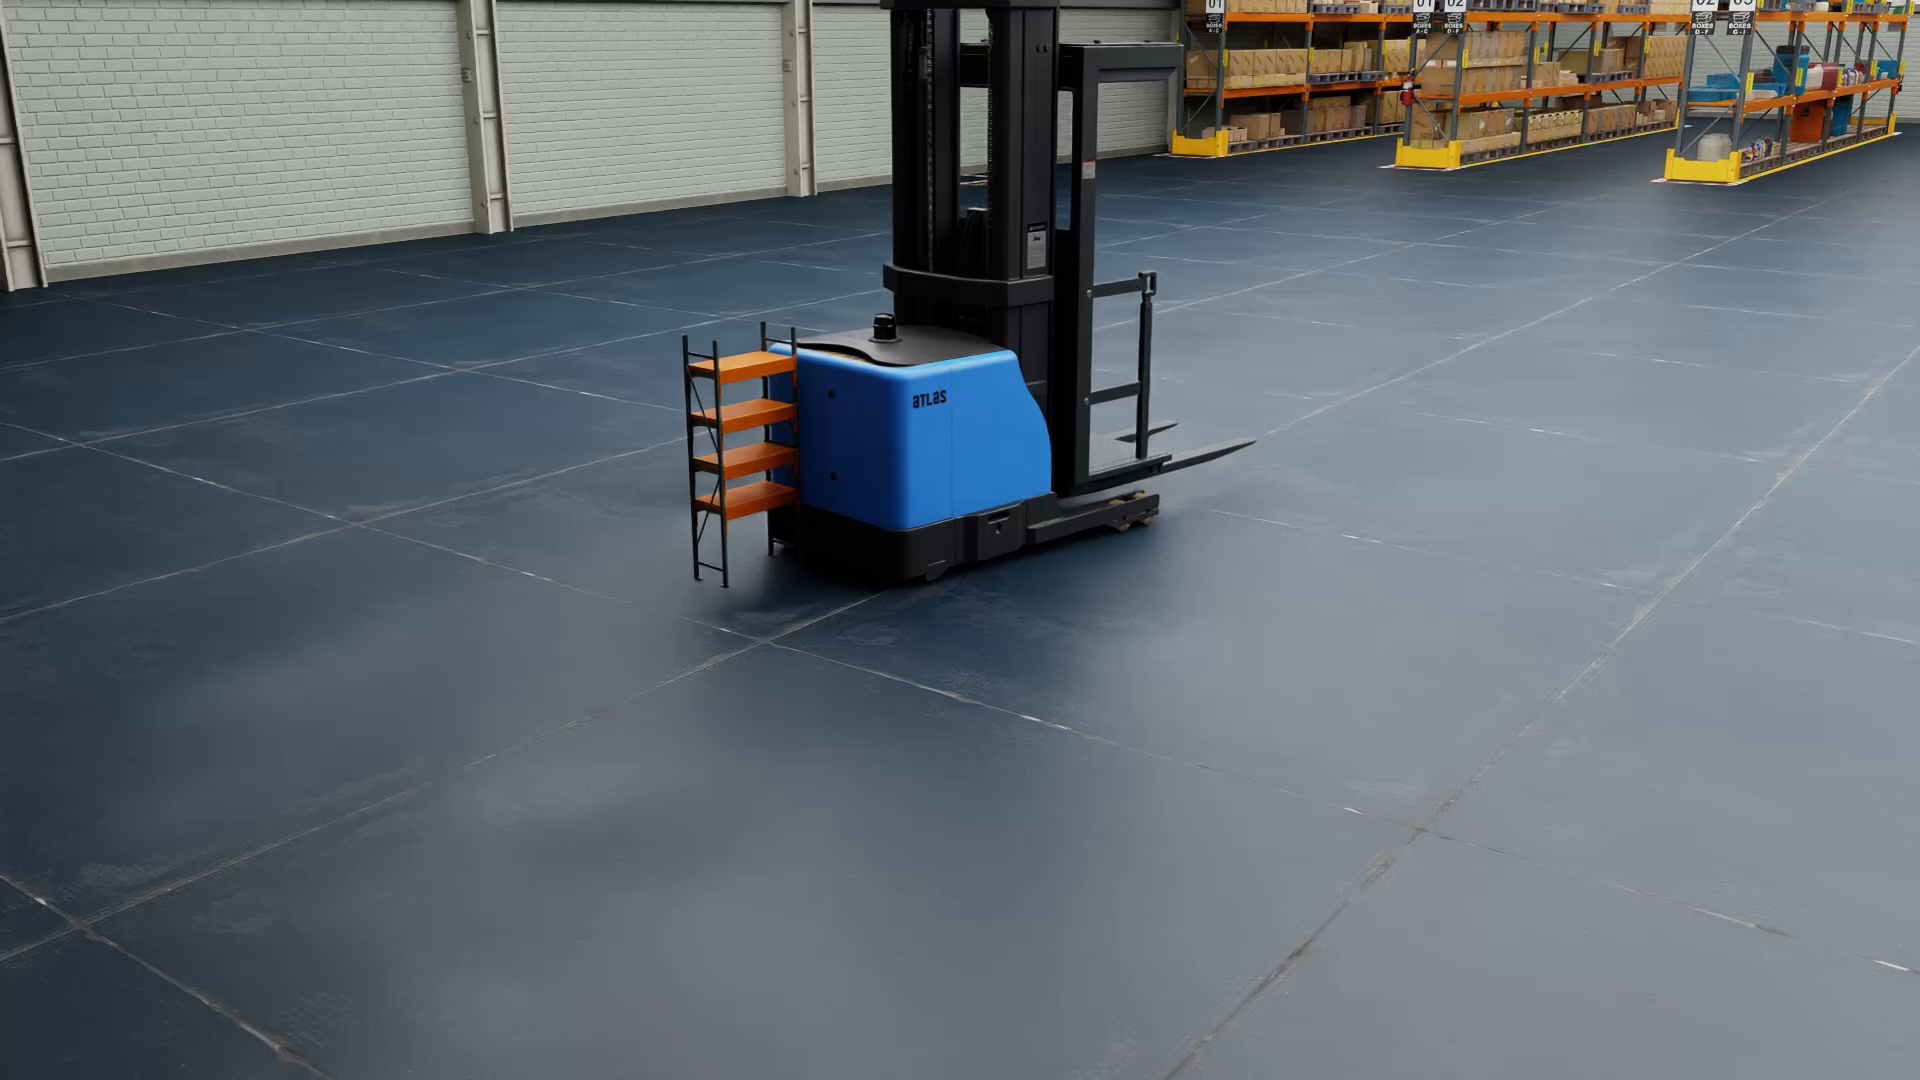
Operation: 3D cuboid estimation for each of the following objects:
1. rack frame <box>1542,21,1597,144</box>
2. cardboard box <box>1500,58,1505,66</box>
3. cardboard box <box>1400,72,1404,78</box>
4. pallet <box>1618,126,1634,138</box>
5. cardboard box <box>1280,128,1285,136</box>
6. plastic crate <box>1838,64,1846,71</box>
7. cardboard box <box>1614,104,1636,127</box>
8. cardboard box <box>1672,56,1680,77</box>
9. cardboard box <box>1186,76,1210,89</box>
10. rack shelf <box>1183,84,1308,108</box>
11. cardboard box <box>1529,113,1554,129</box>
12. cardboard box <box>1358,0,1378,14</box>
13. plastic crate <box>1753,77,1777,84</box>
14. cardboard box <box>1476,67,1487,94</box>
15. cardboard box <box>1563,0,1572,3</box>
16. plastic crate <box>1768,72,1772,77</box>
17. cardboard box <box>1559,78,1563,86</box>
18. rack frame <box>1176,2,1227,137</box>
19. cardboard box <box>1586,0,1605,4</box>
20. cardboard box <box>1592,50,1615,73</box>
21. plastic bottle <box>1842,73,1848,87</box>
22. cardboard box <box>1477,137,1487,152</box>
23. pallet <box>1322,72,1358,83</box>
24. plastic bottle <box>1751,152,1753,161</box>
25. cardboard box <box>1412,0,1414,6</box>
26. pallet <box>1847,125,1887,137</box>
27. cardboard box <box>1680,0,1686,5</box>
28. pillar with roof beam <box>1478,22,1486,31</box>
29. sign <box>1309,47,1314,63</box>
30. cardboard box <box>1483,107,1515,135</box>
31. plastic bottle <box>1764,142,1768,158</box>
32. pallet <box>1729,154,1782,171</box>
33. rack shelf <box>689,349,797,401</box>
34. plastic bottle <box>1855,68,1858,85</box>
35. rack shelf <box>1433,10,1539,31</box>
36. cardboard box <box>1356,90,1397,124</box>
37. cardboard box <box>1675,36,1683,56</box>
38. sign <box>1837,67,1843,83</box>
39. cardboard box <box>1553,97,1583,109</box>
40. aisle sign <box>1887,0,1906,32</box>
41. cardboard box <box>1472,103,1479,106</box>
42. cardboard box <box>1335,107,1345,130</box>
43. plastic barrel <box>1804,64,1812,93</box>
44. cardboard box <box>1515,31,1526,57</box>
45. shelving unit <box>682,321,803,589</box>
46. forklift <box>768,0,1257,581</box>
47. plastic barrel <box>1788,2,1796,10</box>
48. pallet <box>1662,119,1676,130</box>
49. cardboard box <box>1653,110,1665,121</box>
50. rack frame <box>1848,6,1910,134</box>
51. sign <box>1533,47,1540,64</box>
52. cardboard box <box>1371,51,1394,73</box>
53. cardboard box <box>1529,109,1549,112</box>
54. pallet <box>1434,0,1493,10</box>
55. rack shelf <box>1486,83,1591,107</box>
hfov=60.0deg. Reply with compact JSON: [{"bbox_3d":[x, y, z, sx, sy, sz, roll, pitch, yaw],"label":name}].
[{"bbox_3d":[13.670,-10.458,37.362,1.000,3.000,0.127,12,21,35],"label":"rack frame"},{"bbox_3d":[10.539,-9.458,32.879,0.380,0.149,0.250,13,22,36],"label":"cardboard box"},{"bbox_3d":[10.816,-11.571,41.335,0.380,0.149,0.250,13,21,36],"label":"cardboard box"},{"bbox_3d":[15.599,-9.878,40.198,1.003,0.211,1.213,12,21,35],"label":"pallet"},{"bbox_3d":[7.012,-9.104,37.037,0.380,0.166,0.250,9,20,28],"label":"cardboard box"},{"bbox_3d":[20.034,-10.727,38.154,0.392,0.384,0.575,12,21,35],"label":"plastic crate"},{"bbox_3d":[15.990,-10.259,40.193,0.500,0.500,0.500,12,21,34],"label":"cardboard box"},{"bbox_3d":[18.082,-12.132,42.584,0.500,0.500,0.500,13,21,35],"label":"cardboard box"},{"bbox_3d":[5.046,-9.510,34.530,0.500,0.250,0.500,13,21,35],"label":"cardboard box"},{"bbox_3d":[6.115,-9.559,35.682,1.077,0.370,4.000,12,21,35],"label":"rack shelf"},{"bbox_3d":[12.343,-8.956,35.510,0.500,0.311,0.500,12,21,33],"label":"cardboard box"},{"bbox_3d":[9.478,-12.512,39.037,0.500,0.311,0.500,12,21,35],"label":"cardboard box"},{"bbox_3d":[14.849,-8.497,31.152,0.767,0.338,0.504,12,21,35],"label":"plastic crate"},{"bbox_3d":[9.802,-8.952,32.345,0.700,0.500,0.500,13,21,35],"label":"cardboard box"},{"bbox_3d":[12.797,-11.639,35.652,0.500,0.250,0.500,12,21,34],"label":"cardboard box"},{"bbox_3d":[15.670,-8.939,32.498,0.392,0.384,0.575,12,21,35],"label":"plastic crate"},{"bbox_3d":[12.956,-10.024,36.389,0.380,0.149,0.250,14,22,39],"label":"cardboard box"},{"bbox_3d":[4.923,-9.427,34.042,1.000,3.000,0.127,12,21,35],"label":"rack frame"},{"bbox_3d":[13.903,-12.048,37.256,0.910,0.500,0.500,12,21,35],"label":"cardboard box"},{"bbox_3d":[14.653,-11.060,38.424,0.500,0.500,0.700,-15,23,-40],"label":"cardboard box"},{"bbox_3d":[18.990,-9.898,35.770,0.152,0.276,0.135,12,21,35],"label":"plastic bottle"},{"bbox_3d":[9.995,-7.767,32.625,0.500,0.250,0.500,12,21,35],"label":"cardboard box"},{"bbox_3d":[8.543,-10.762,38.664,1.003,0.211,1.213,12,21,35],"label":"pallet"},{"bbox_3d":[14.272,-6.951,30.047,0.097,0.201,0.097,0,17,0],"label":"plastic bottle"},{"bbox_3d":[11.181,-13.641,41.644,0.700,0.500,0.500,12,21,34],"label":"cardboard box"},{"bbox_3d":[21.890,-9.966,40.479,1.003,0.211,1.213,12,21,35],"label":"pallet"},{"bbox_3d":[18.038,-13.676,42.078,0.500,0.250,0.500,12,21,35],"label":"cardboard box"},{"bbox_3d":[18.828,-16.138,45.537,9.100,9.000,0.400,12,21,35],"label":"pillar with roof beam"},{"bbox_3d":[7.747,-10.699,36.678,0.100,0.325,0.005,12,21,35],"label":"sign"},{"bbox_3d":[10.879,-8.484,33.671,0.500,0.500,0.500,12,21,35],"label":"cardboard box"},{"bbox_3d":[14.933,-7.245,30.856,0.061,0.283,0.133,14,22,38],"label":"plastic bottle"},{"bbox_3d":[14.829,-7.144,31.394,1.003,0.211,1.213,12,21,35],"label":"pallet"},{"bbox_3d":[-1.044,-0.794,7.952,0.258,0.148,0.480,15,23,40],"label":"rack shelf"},{"bbox_3d":[19.745,-10.234,36.724,0.144,0.351,0.185,12,21,35],"label":"plastic bottle"},{"bbox_3d":[10.095,-10.118,32.421,1.077,0.370,4.000,12,21,35],"label":"rack shelf"},{"bbox_3d":[10.233,-10.658,40.923,0.750,0.750,0.750,12,21,34],"label":"cardboard box"},{"bbox_3d":[18.092,-12.613,42.448,0.500,0.500,0.500,13,22,36],"label":"cardboard box"},{"bbox_3d":[18.092,-9.564,34.208,0.100,0.325,0.005,12,21,35],"label":"sign"},{"bbox_3d":[14.069,-10.111,38.452,0.500,0.250,0.500,13,22,37],"label":"cardboard box"},{"bbox_3d":[22.691,-12.694,40.179,0.394,0.787,0.004,12,21,35],"label":"aisle sign"},{"bbox_3d":[13.822,-11.941,45.644,0.700,0.500,0.500,12,21,35],"label":"cardboard box"},{"bbox_3d":[8.629,-9.942,39.175,0.700,0.500,0.500,12,21,34],"label":"cardboard box"},{"bbox_3d":[16.446,-9.058,32.624,0.433,0.535,0.433,0,17,0],"label":"plastic barrel"},{"bbox_3d":[11.028,-10.065,33.742,0.700,0.500,0.500,13,21,35],"label":"cardboard box"},{"bbox_3d":[-1.044,-0.419,8.069,0.258,1.200,0.503,15,23,40],"label":"shelving unit"},{"bbox_3d":[0.445,-1.551,8.795,3.031,2.935,1.130,-16,23,-41],"label":"forklift"},{"bbox_3d":[15.781,-10.616,31.968,0.600,0.901,0.600,0,17,0],"label":"plastic barrel"},{"bbox_3d":[17.917,-10.823,43.241,1.003,0.211,1.213,12,21,35],"label":"pallet"},{"bbox_3d":[17.721,-10.866,42.571,0.500,0.250,0.500,12,21,35],"label":"cardboard box"},{"bbox_3d":[22.413,-11.487,40.676,1.000,3.000,0.127,12,21,35],"label":"rack frame"},{"bbox_3d":[11.734,-9.858,33.839,0.100,0.325,0.005,12,21,35],"label":"sign"},{"bbox_3d":[10.185,-11.602,40.342,0.500,0.500,0.500,13,22,36],"label":"cardboard box"},{"bbox_3d":[12.816,-9.413,36.982,0.500,0.311,0.500,12,21,33],"label":"cardboard box"},{"bbox_3d":[9.346,-10.106,31.321,1.003,0.211,1.213,12,21,35],"label":"pallet"},{"bbox_3d":[12.479,-9.638,35.934,1.077,0.370,4.000,12,21,35],"label":"rack shelf"}]
